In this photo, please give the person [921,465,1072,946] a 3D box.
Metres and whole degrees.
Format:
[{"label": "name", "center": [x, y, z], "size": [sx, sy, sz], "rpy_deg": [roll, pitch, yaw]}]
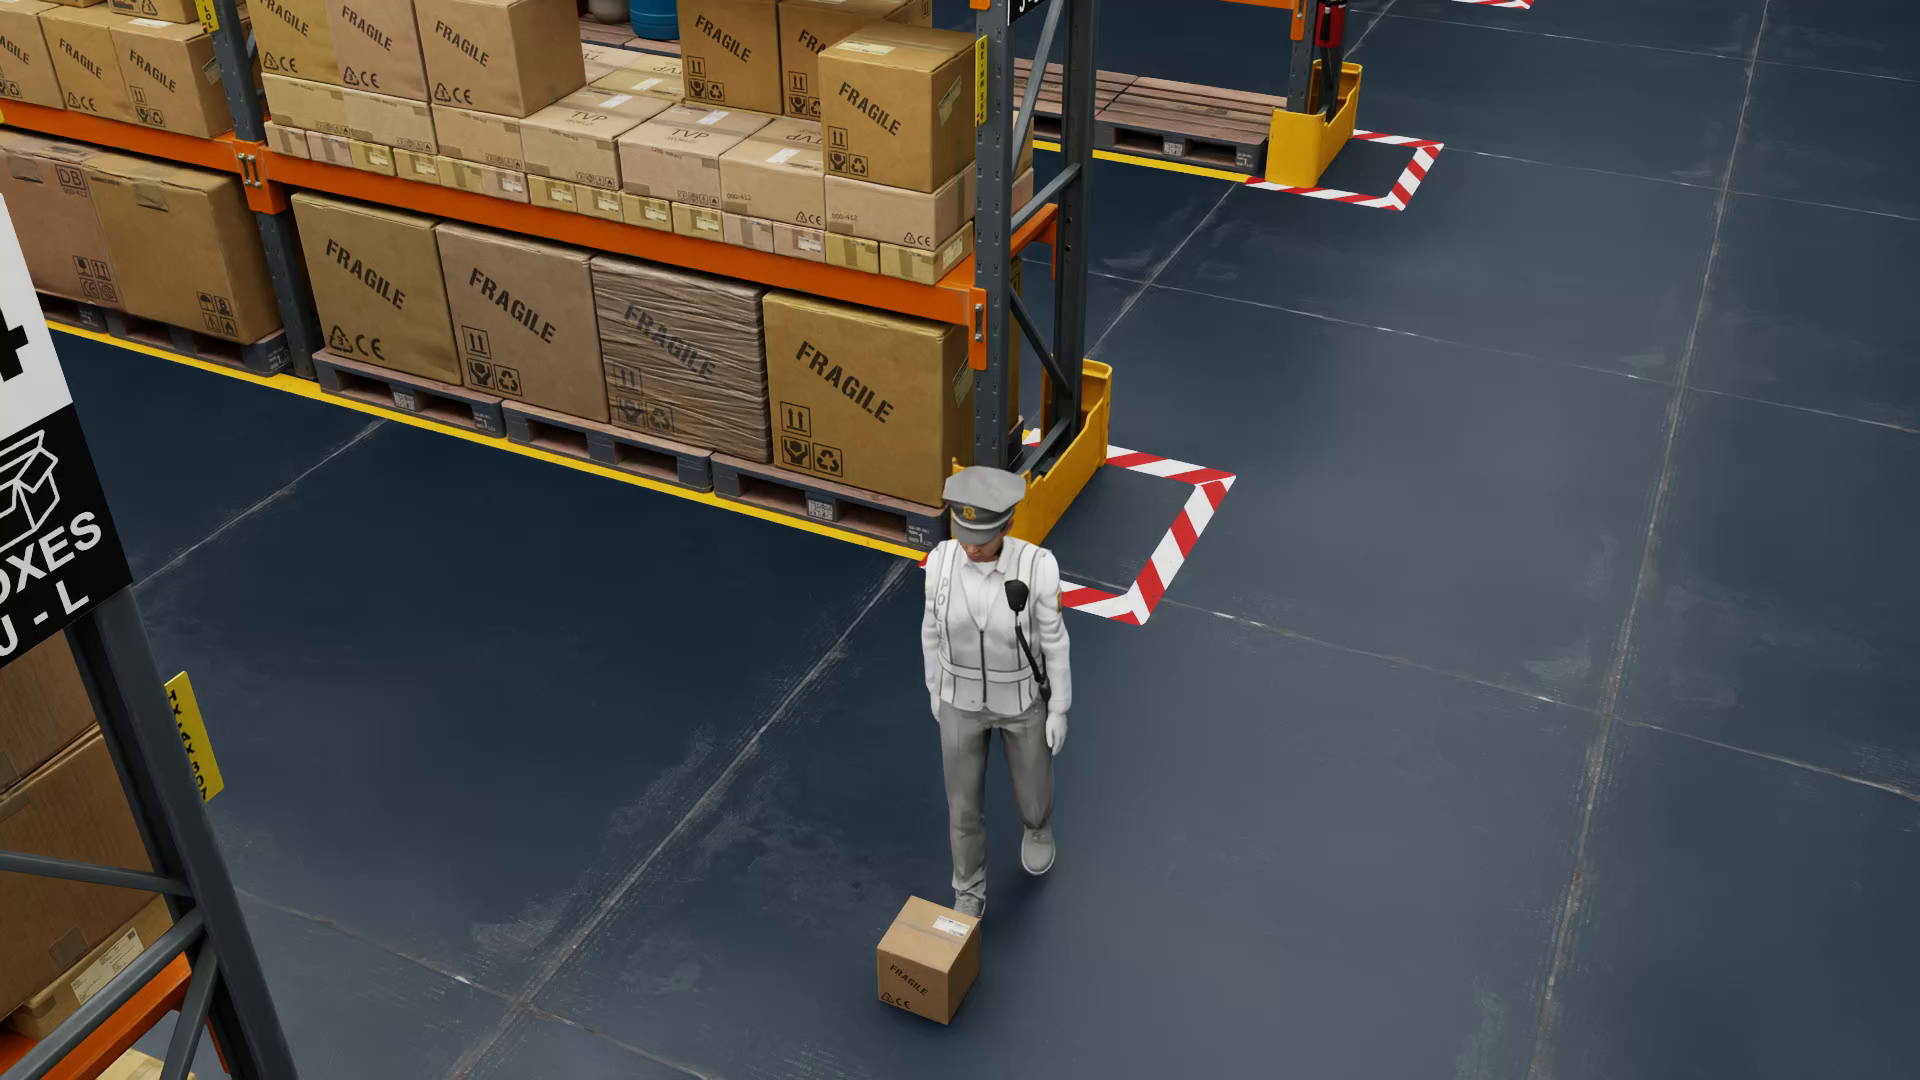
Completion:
[{"label": "person", "center": [0.099, 0.539, 5.302], "size": [0.504, 1.651, 0.648], "rpy_deg": [7, 34, 10]}]
